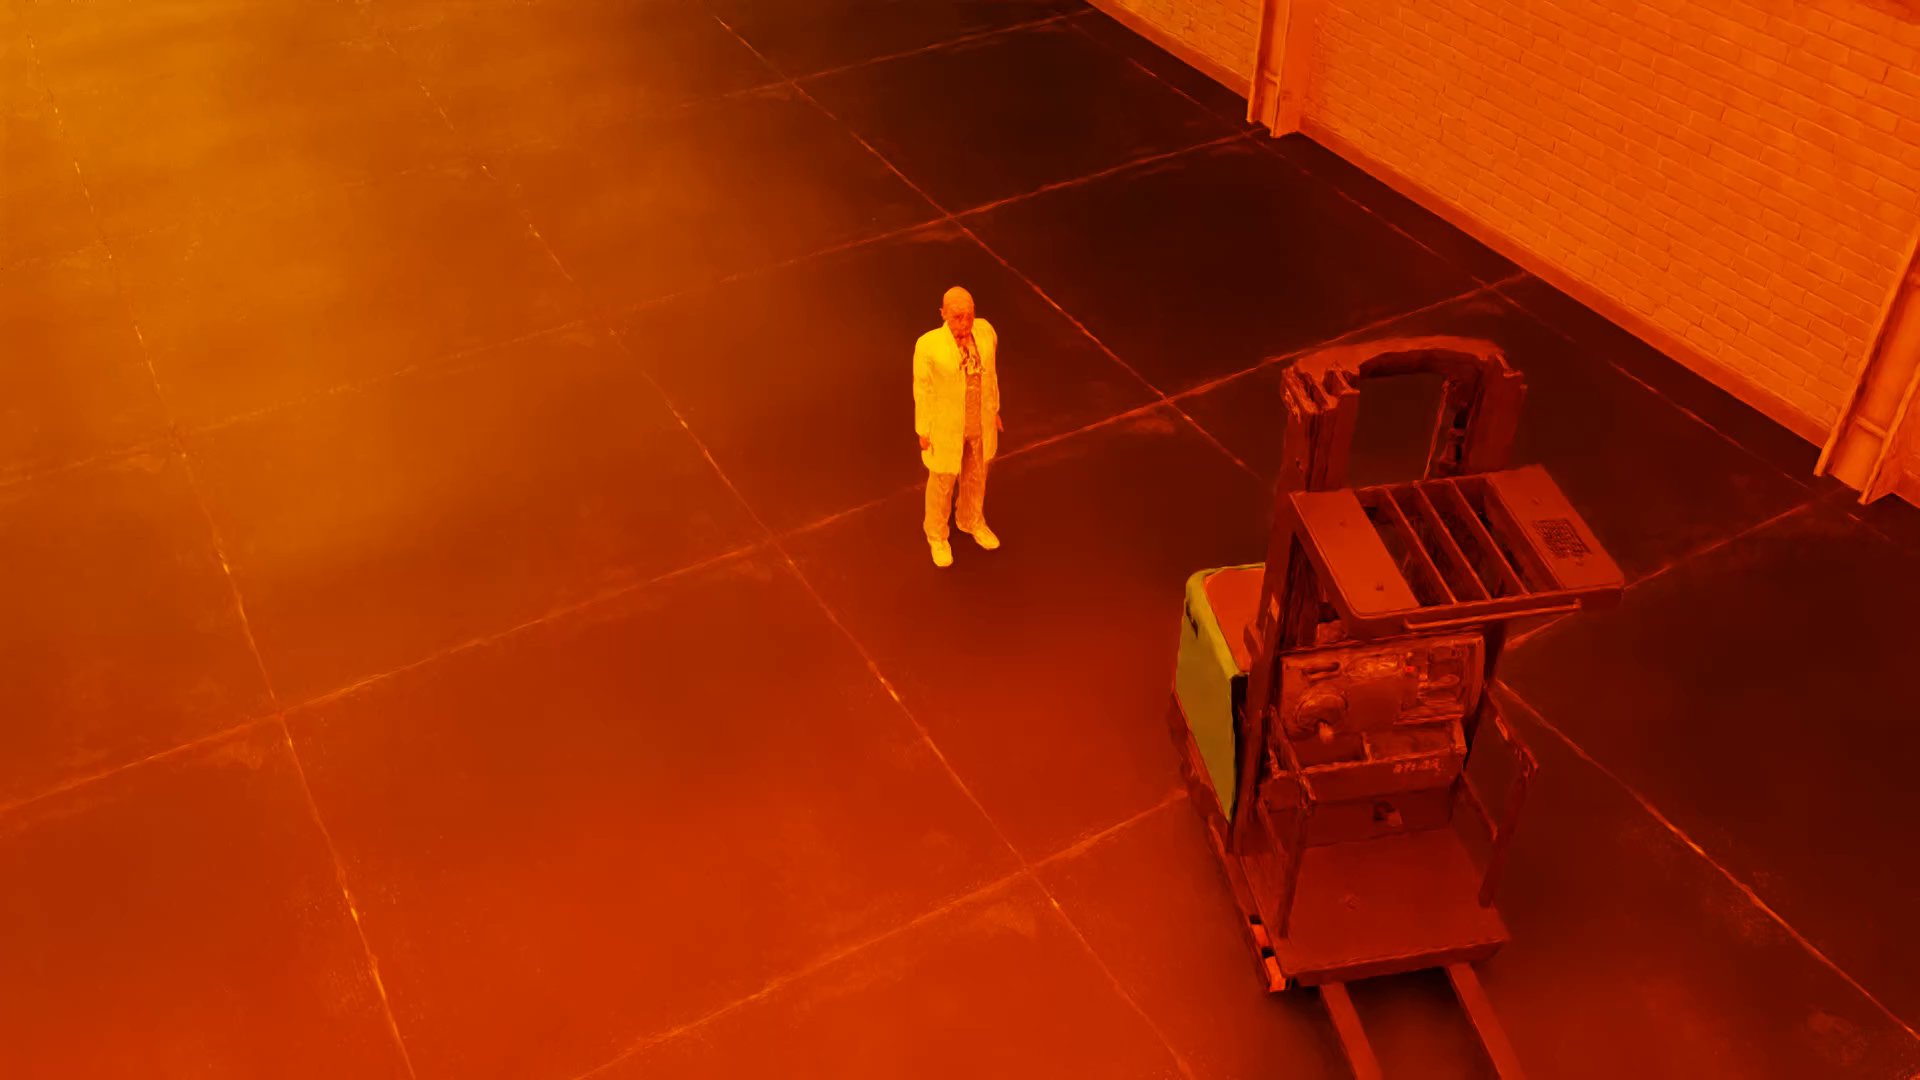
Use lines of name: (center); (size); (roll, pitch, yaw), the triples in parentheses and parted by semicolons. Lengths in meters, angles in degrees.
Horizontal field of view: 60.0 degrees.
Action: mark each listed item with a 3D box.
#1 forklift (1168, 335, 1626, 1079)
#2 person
forklift: (1.901, 0.727, 7.159); (1.130, 2.935, 3.031); (-7, 40, -8)
person: (0.015, -0.672, 9.746); (0.558, 1.783, 0.377); (-20, 44, -23)
